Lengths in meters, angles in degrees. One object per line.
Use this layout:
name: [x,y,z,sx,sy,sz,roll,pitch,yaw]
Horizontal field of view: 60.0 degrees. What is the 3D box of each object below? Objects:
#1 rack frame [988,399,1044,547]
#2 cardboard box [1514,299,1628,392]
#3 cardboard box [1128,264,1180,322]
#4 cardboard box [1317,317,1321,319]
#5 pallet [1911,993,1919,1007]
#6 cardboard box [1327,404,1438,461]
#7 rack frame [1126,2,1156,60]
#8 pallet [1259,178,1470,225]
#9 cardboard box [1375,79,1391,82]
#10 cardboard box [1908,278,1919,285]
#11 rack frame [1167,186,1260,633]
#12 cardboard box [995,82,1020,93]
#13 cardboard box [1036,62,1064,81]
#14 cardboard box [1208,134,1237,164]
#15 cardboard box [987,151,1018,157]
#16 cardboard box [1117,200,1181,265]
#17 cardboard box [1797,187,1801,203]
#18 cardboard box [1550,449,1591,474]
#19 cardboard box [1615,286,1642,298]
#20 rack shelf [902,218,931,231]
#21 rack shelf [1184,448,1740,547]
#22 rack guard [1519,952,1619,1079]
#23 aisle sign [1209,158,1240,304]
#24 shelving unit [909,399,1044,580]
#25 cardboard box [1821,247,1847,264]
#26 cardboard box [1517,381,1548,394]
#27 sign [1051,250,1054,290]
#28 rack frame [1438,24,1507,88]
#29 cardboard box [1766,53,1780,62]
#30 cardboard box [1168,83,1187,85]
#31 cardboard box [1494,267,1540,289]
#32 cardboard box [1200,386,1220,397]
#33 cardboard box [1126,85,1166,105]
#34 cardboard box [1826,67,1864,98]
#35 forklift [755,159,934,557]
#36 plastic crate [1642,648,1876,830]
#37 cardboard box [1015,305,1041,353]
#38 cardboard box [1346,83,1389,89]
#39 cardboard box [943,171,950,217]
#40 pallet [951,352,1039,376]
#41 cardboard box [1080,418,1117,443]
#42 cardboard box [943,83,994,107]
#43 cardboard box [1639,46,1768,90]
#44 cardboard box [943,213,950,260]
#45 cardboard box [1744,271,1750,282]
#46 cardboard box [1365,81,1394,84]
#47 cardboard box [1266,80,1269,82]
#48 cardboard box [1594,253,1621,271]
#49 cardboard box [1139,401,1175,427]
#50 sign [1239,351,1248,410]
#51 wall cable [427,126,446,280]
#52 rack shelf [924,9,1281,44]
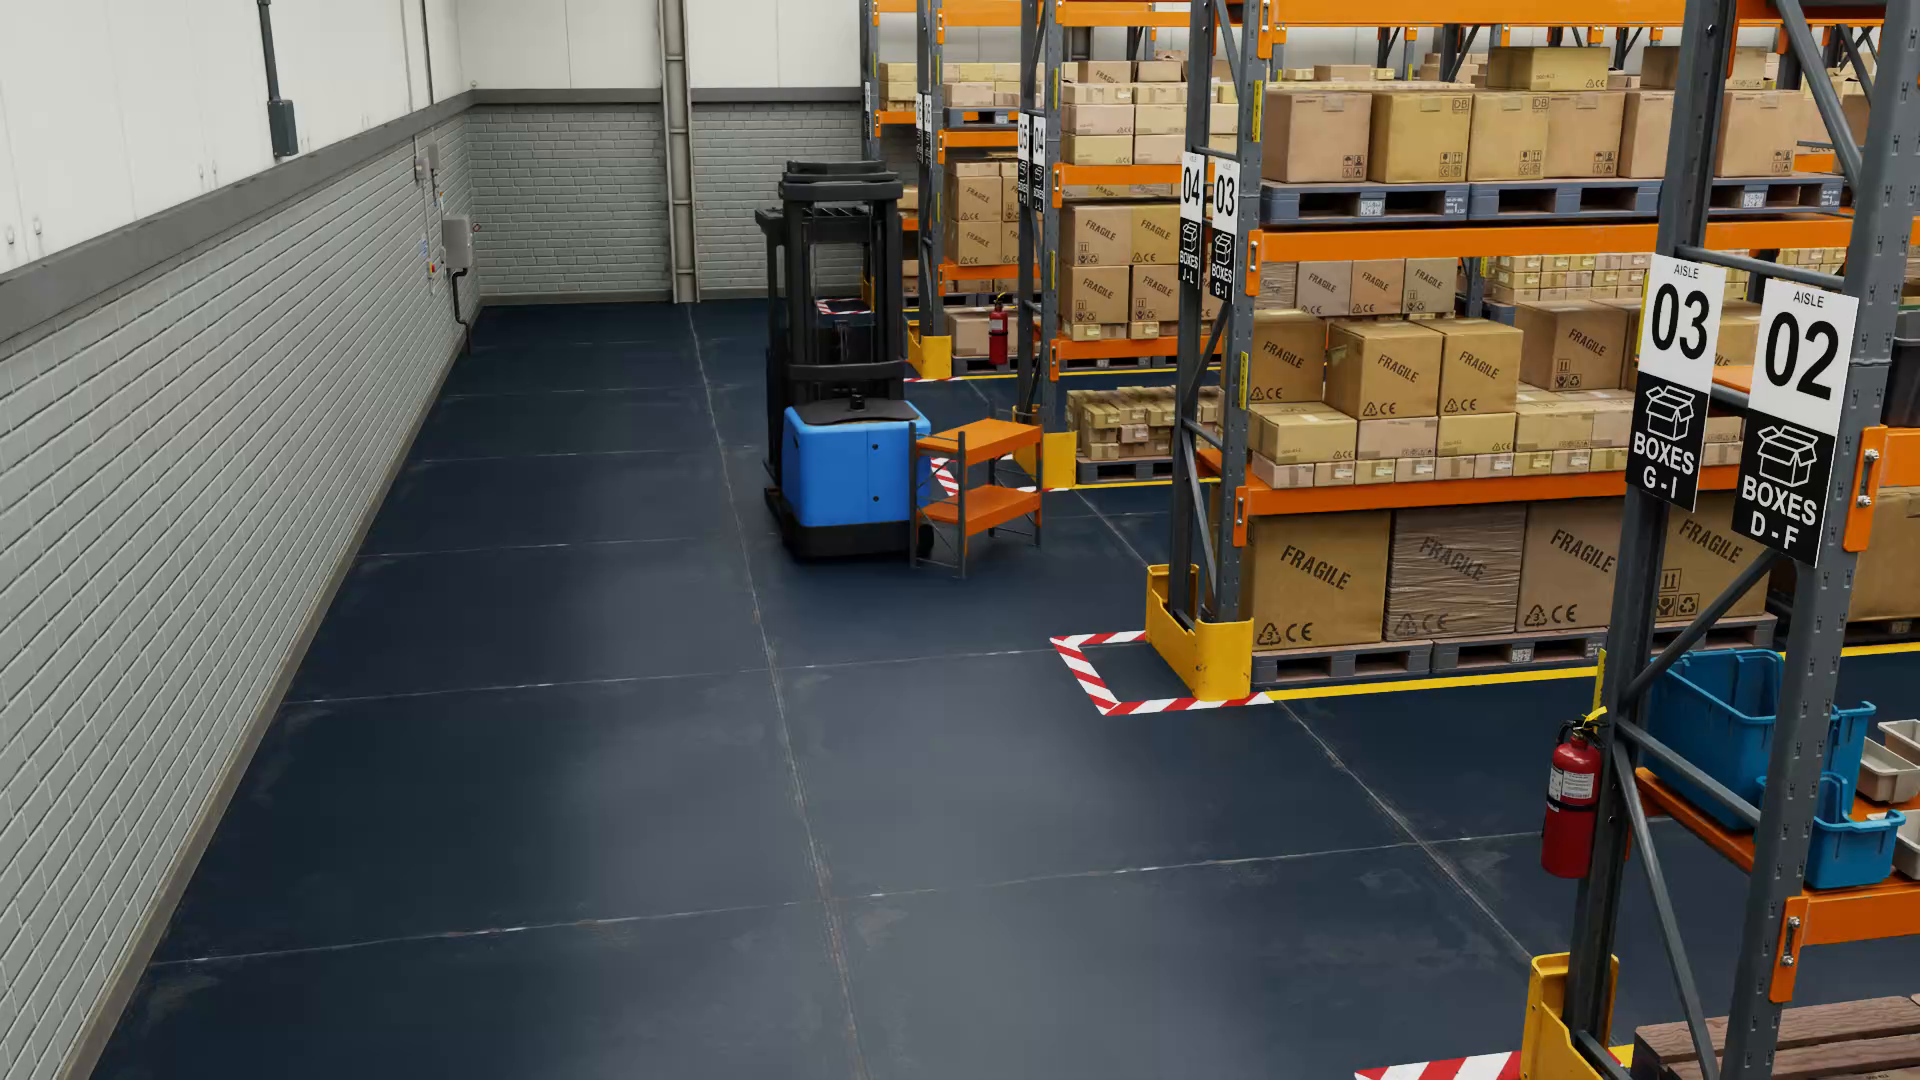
rack frame: [0.438,-0.529,13.120,0.500,1.125,0.032,12,21,35]
cardboard box: [3.946,-1.269,10.808,0.500,0.500,0.500,-4,17,-12]
cardboard box: [1.705,-2.234,14.800,0.500,0.500,0.500,-3,17,-10]
cardboard box: [3.098,-2.008,15.168,0.250,0.149,0.380,-4,17,-11]
pallet: [4.485,2.033,6.334,1.213,0.211,1.003,-3,17,-10]
cardboard box: [2.564,-0.676,10.154,0.500,0.250,0.500,-3,17,-11]
rack frame: [2.635,-8.004,24.046,0.127,3.000,1.000,-3,17,-10]
pallet: [2.259,-2.062,9.959,1.213,0.211,1.003,-3,17,-10]
cardboard box: [6.260,-6.823,24.885,0.250,0.149,0.380,-3,17,-9]
cardboard box: [6.762,-1.449,11.042,0.637,0.503,0.797,-3,17,-10]
rack frame: [1.533,-0.626,10.242,0.127,3.000,1.000,-3,17,-10]
cardboard box: [0.699,-6.459,23.871,0.500,0.250,0.500,-4,17,-11]
cardboard box: [1.189,-6.726,23.889,0.500,0.250,0.500,-3,17,-9]
cardboard box: [2.202,-3.436,14.535,0.500,0.250,0.500,-4,17,-12]
cardboard box: [0.677,-5.374,24.171,0.500,0.500,0.500,-3,17,-9]
cardboard box: [1.676,-2.708,14.640,0.500,0.500,0.500,-3,17,-9]
cardboard box: [10.538,-4.422,21.209,0.500,0.500,0.500,-3,17,-10]
cardboard box: [3.711,-0.532,10.363,0.250,0.149,0.380,-3,17,-10]
cardboard box: [6.106,-2.312,15.444,0.250,0.149,0.380,-4,18,-13]
rack shelf: [0.671,-4.681,24.669,4.000,0.370,1.077,-3,17,-10]
rack shelf: [3.496,-0.394,10.710,4.000,0.370,1.077,-3,17,-10]
rack guard: [2.451,2.002,5.944,0.348,0.500,1.175,-3,17,-10]
aisle sign: [1.519,-1.778,9.565,0.004,0.787,0.394,-3,17,-10]
shelving unit: [0.134,-0.410,12.730,0.538,1.125,1.048,12,21,35]
cardboard box: [8.152,-2.713,15.735,0.250,0.149,0.380,-4,18,-13]
cardboard box: [3.467,-0.887,10.839,0.500,0.250,0.500,-3,17,-10]
sign: [0.794,-2.319,14.279,0.005,0.325,0.100,-3,17,-10]
rack frame: [4.618,-5.152,14.760,0.127,3.000,1.000,-3,17,-10]
cardboard box: [12.422,-7.392,26.100,0.637,0.503,0.797,-3,17,-9]
cardboard box: [1.973,-3.999,14.840,0.250,0.149,0.380,-4,17,-12]
cardboard box: [5.092,-2.397,15.212,0.250,0.149,0.380,-3,17,-10]
cardboard box: [2.450,-1.345,15.709,0.250,0.149,0.380,-4,17,-12]
cardboard box: [1.586,-3.809,14.220,0.250,0.149,0.380,-3,17,-11]
cardboard box: [8.198,-4.257,15.481,0.258,0.266,0.396,-3,17,-10]
forklift: [-1.062,-1.663,13.735,1.130,2.935,3.031,-4,18,-13]
plastic crate: [2.766,0.684,5.815,0.499,0.435,0.616,-3,17,-10]
cardboard box: [1.179,-2.578,20.245,0.875,0.438,0.875,-3,17,-9]
cardboard box: [3.593,-3.956,14.699,0.250,0.149,0.380,-3,17,-8]
cardboard box: [0.081,-4.104,19.692,0.500,0.500,0.500,-3,17,-9]
pallet: [0.423,-2.217,20.171,1.213,0.211,1.003,-3,17,-10]
cardboard box: [1.254,-0.997,15.083,0.250,0.149,0.380,-3,17,-8]
cardboard box: [0.078,-5.145,19.214,0.500,0.250,0.500,-5,18,-16]
cardboard box: [4.536,-2.887,10.161,0.500,0.250,0.500,-4,18,-14]
cardboard box: [0.076,-3.634,19.864,0.500,0.500,0.500,-3,17,-10]
cardboard box: [7.382,-2.527,15.636,0.250,0.149,0.380,-3,17,-10]
cardboard box: [3.778,-4.094,15.148,0.250,0.149,0.380,-3,17,-11]
cardboard box: [4.508,-6.694,24.430,0.250,0.149,0.380,-3,17,-9]
cardboard box: [5.863,-2.583,15.312,0.250,0.149,0.380,-3,17,-11]
cardboard box: [1.789,-1.142,15.049,0.250,0.149,0.380,-3,17,-11]
sign: [1.632,-0.918,9.581,0.005,0.325,0.100,-3,17,-10]
wall cable: [-6.160,-4.056,19.678,0.122,1.984,0.588,-3,17,-10]
rack shelf: [1.616,-5.927,19.189,4.000,0.370,1.077,-3,17,-10]
